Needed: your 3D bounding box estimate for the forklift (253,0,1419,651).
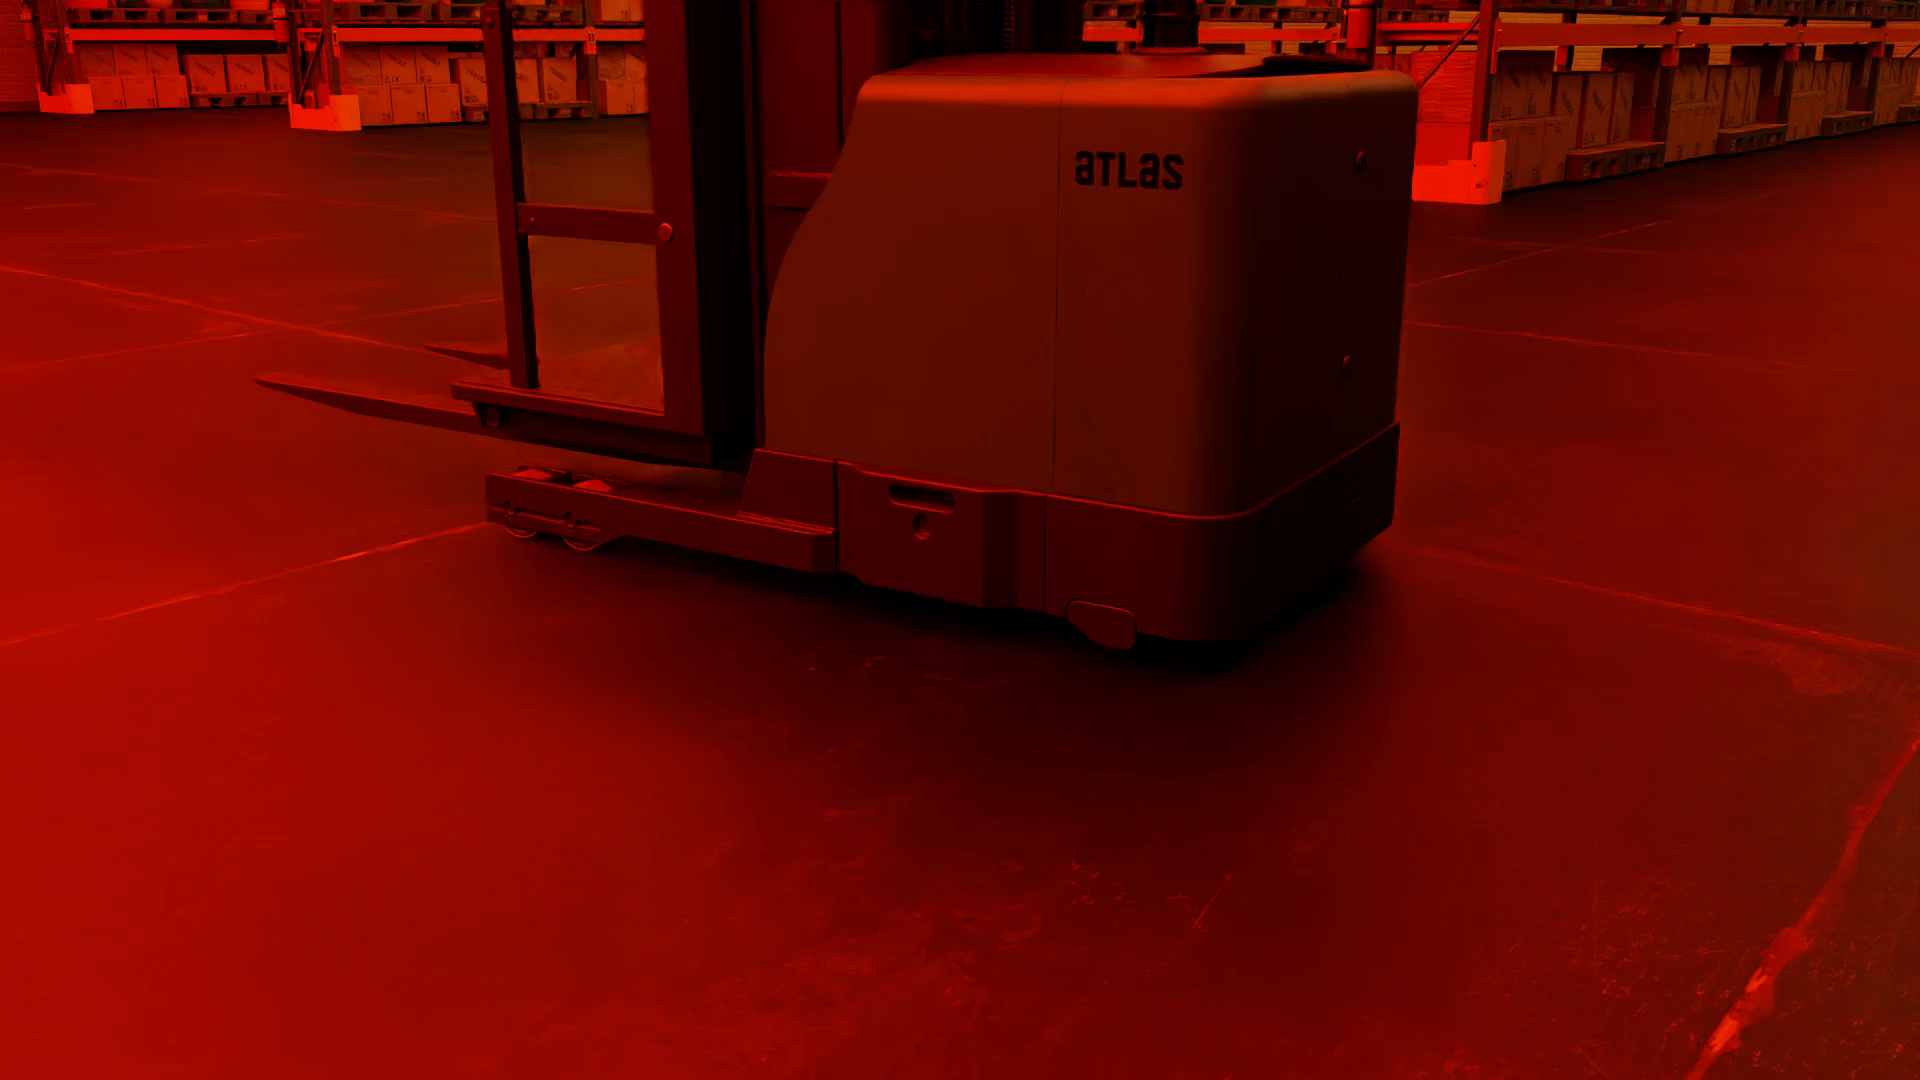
[{"bbox_3d":[-0.526,-1.494,3.817,3.031,2.935,1.130,10,20,30],"label":"forklift"}]
